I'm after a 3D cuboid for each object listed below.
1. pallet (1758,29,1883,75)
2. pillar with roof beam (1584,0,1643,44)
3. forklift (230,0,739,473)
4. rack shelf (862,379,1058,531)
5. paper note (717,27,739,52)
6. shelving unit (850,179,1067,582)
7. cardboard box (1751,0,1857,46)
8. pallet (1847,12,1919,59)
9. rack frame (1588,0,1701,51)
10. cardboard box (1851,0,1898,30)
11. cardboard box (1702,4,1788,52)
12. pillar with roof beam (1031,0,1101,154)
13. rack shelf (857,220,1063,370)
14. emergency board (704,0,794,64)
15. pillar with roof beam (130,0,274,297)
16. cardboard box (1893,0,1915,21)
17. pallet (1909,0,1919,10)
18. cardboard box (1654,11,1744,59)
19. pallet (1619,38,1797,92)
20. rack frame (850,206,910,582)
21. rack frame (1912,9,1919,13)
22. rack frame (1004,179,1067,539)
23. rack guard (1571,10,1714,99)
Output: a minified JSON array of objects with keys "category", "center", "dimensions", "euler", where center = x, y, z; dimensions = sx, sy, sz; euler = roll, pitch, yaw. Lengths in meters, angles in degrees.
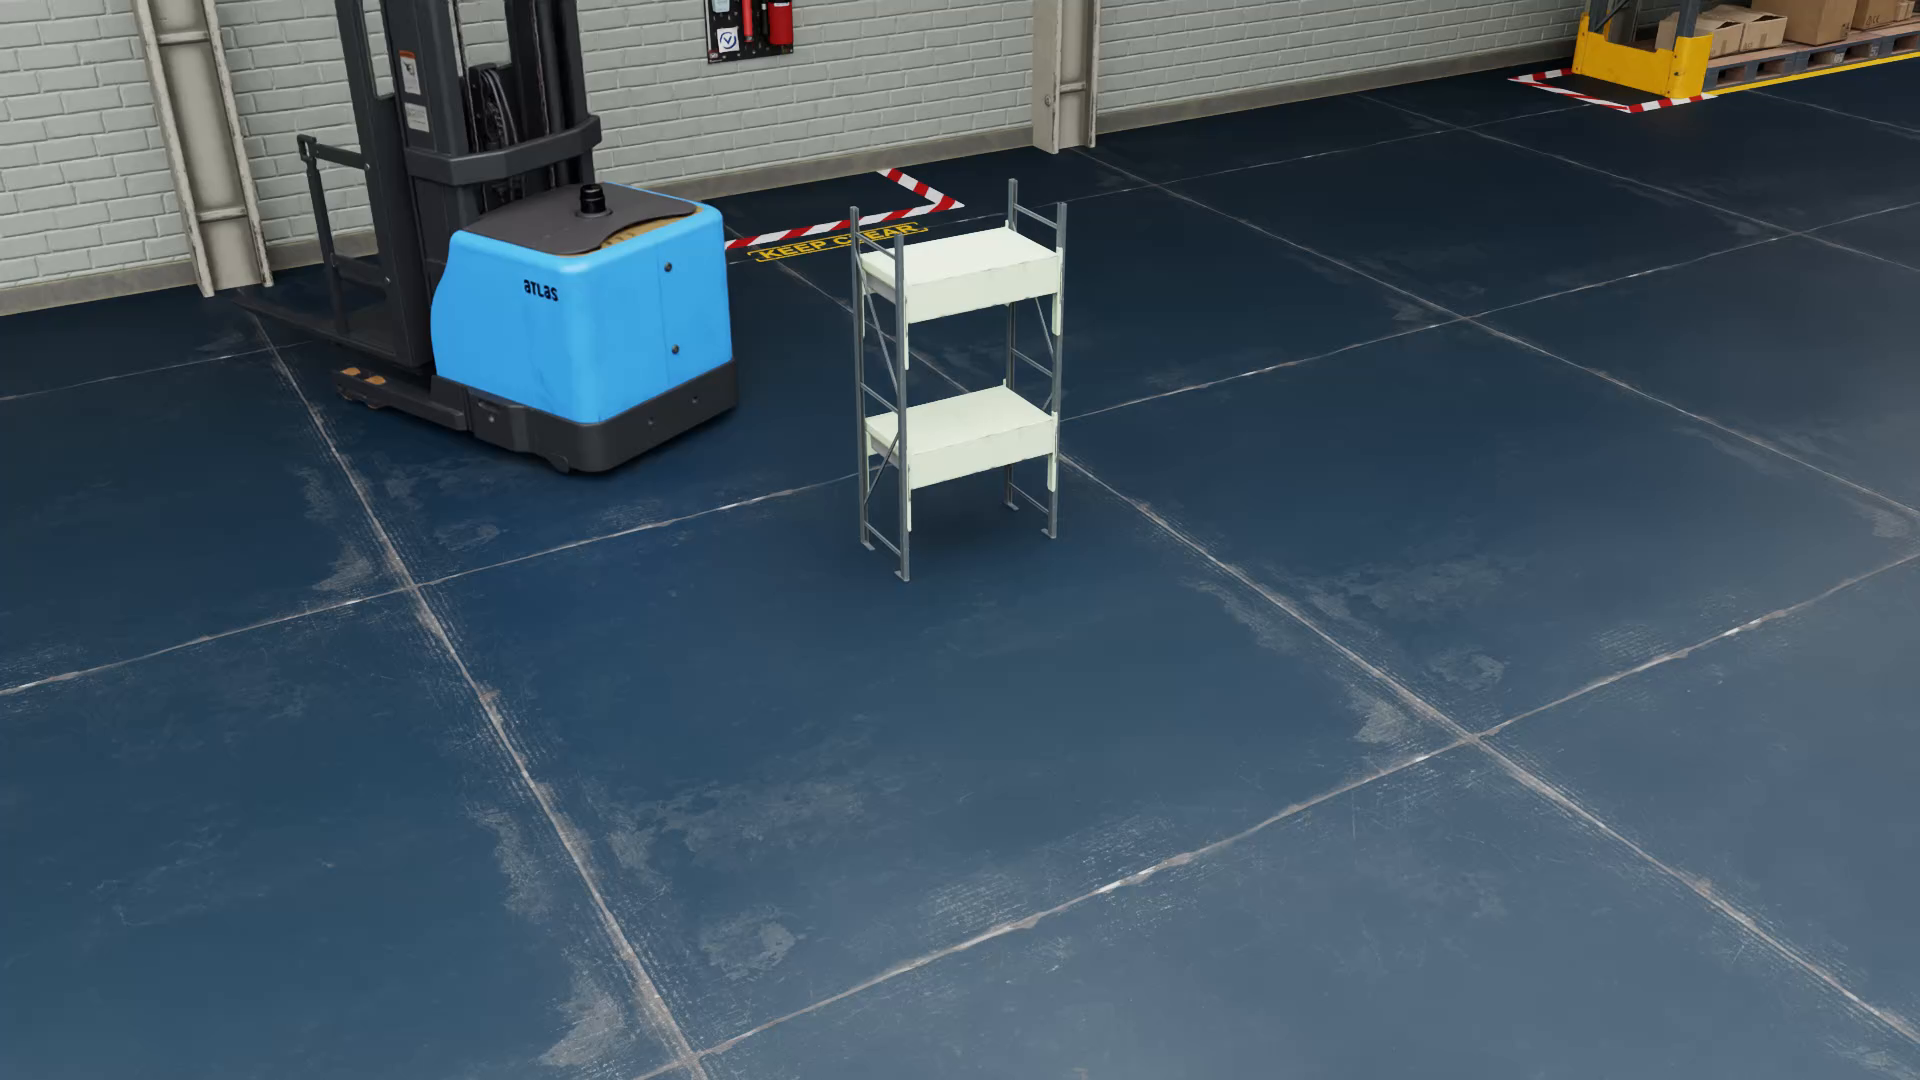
[{"category":"pallet","center":[7.631,-4.548,15.273],"dimensions":[1.213,0.211,1.003],"euler":[-16,33,-26]},{"category":"pillar with roof beam","center":[8.143,-6.635,9.959],"dimensions":[0.400,9.000,9.100],"euler":[-16,33,-26]},{"category":"forklift","center":[-2.613,-2.138,8.090],"dimensions":[3.031,2.935,1.130],"euler":[19,34,30]},{"category":"rack shelf","center":[-0.006,-0.370,7.042],"dimensions":[0.720,0.370,0.431],"euler":[-16,33,-26]},{"category":"paper note","center":[-1.549,-3.344,11.116],"dimensions":[0.142,0.148,0.016],"euler":[-16,33,-26]},{"category":"shelving unit","center":[-0.006,-0.655,6.885],"dimensions":[0.755,1.500,0.431],"euler":[-16,33,-26]},{"category":"cardboard box","center":[7.588,-4.798,14.972],"dimensions":[0.500,0.500,0.700],"euler":[-18,34,-29]},{"category":"pallet","center":[8.684,-4.849,15.818],"dimensions":[1.213,0.211,1.003],"euler":[-16,33,-26]},{"category":"rack frame","center":[5.796,-5.270,13.695],"dimensions":[0.127,3.000,1.000],"euler":[-16,33,-26]},{"category":"cardboard box","center":[8.371,-5.076,15.476],"dimensions":[0.500,0.500,0.500],"euler":[-19,34,-30]},{"category":"cardboard box","center":[6.930,-4.557,14.730],"dimensions":[0.500,0.311,0.500],"euler":[-13,31,-22]},{"category":"pillar with roof beam","center":[2.970,-5.166,7.298],"dimensions":[0.400,9.000,9.100],"euler":[-16,33,-26]},{"category":"rack shelf","center":[-0.006,-0.997,6.696],"dimensions":[0.720,0.370,0.431],"euler":[-16,33,-26]},{"category":"emergency board","center":[-1.361,-3.744,10.929],"dimensions":[0.643,1.169,0.194],"euler":[-16,33,-26]},{"category":"pillar with roof beam","center":[-2.203,-3.697,4.636],"dimensions":[0.400,9.000,9.100],"euler":[-16,33,-26]},{"category":"cardboard box","center":[8.799,-5.058,15.787],"dimensions":[0.250,0.166,0.380],"euler":[-21,35,-33]},{"category":"pallet","center":[9.916,-5.219,16.489],"dimensions":[1.213,0.211,1.003],"euler":[-16,33,-26]},{"category":"cardboard box","center":[6.439,-4.417,14.477],"dimensions":[0.500,0.311,0.500],"euler":[-20,35,-32]},{"category":"pallet","center":[6.580,-4.252,14.736],"dimensions":[1.213,0.211,1.003],"euler":[-16,33,-26]},{"category":"rack frame","center":[-0.321,-0.565,6.722],"dimensions":[0.023,1.500,0.400],"euler":[-16,33,-26]},{"category":"rack frame","center":[9.245,-6.249,15.469],"dimensions":[0.127,3.000,1.000],"euler":[-16,33,-26]},{"category":"rack frame","center":[0.310,-0.745,7.047],"dimensions":[0.023,1.500,0.400],"euler":[-16,33,-26]},{"category":"rack guard","center":[5.862,-4.194,14.332],"dimensions":[0.348,0.500,1.175],"euler":[-16,33,-26]}]
